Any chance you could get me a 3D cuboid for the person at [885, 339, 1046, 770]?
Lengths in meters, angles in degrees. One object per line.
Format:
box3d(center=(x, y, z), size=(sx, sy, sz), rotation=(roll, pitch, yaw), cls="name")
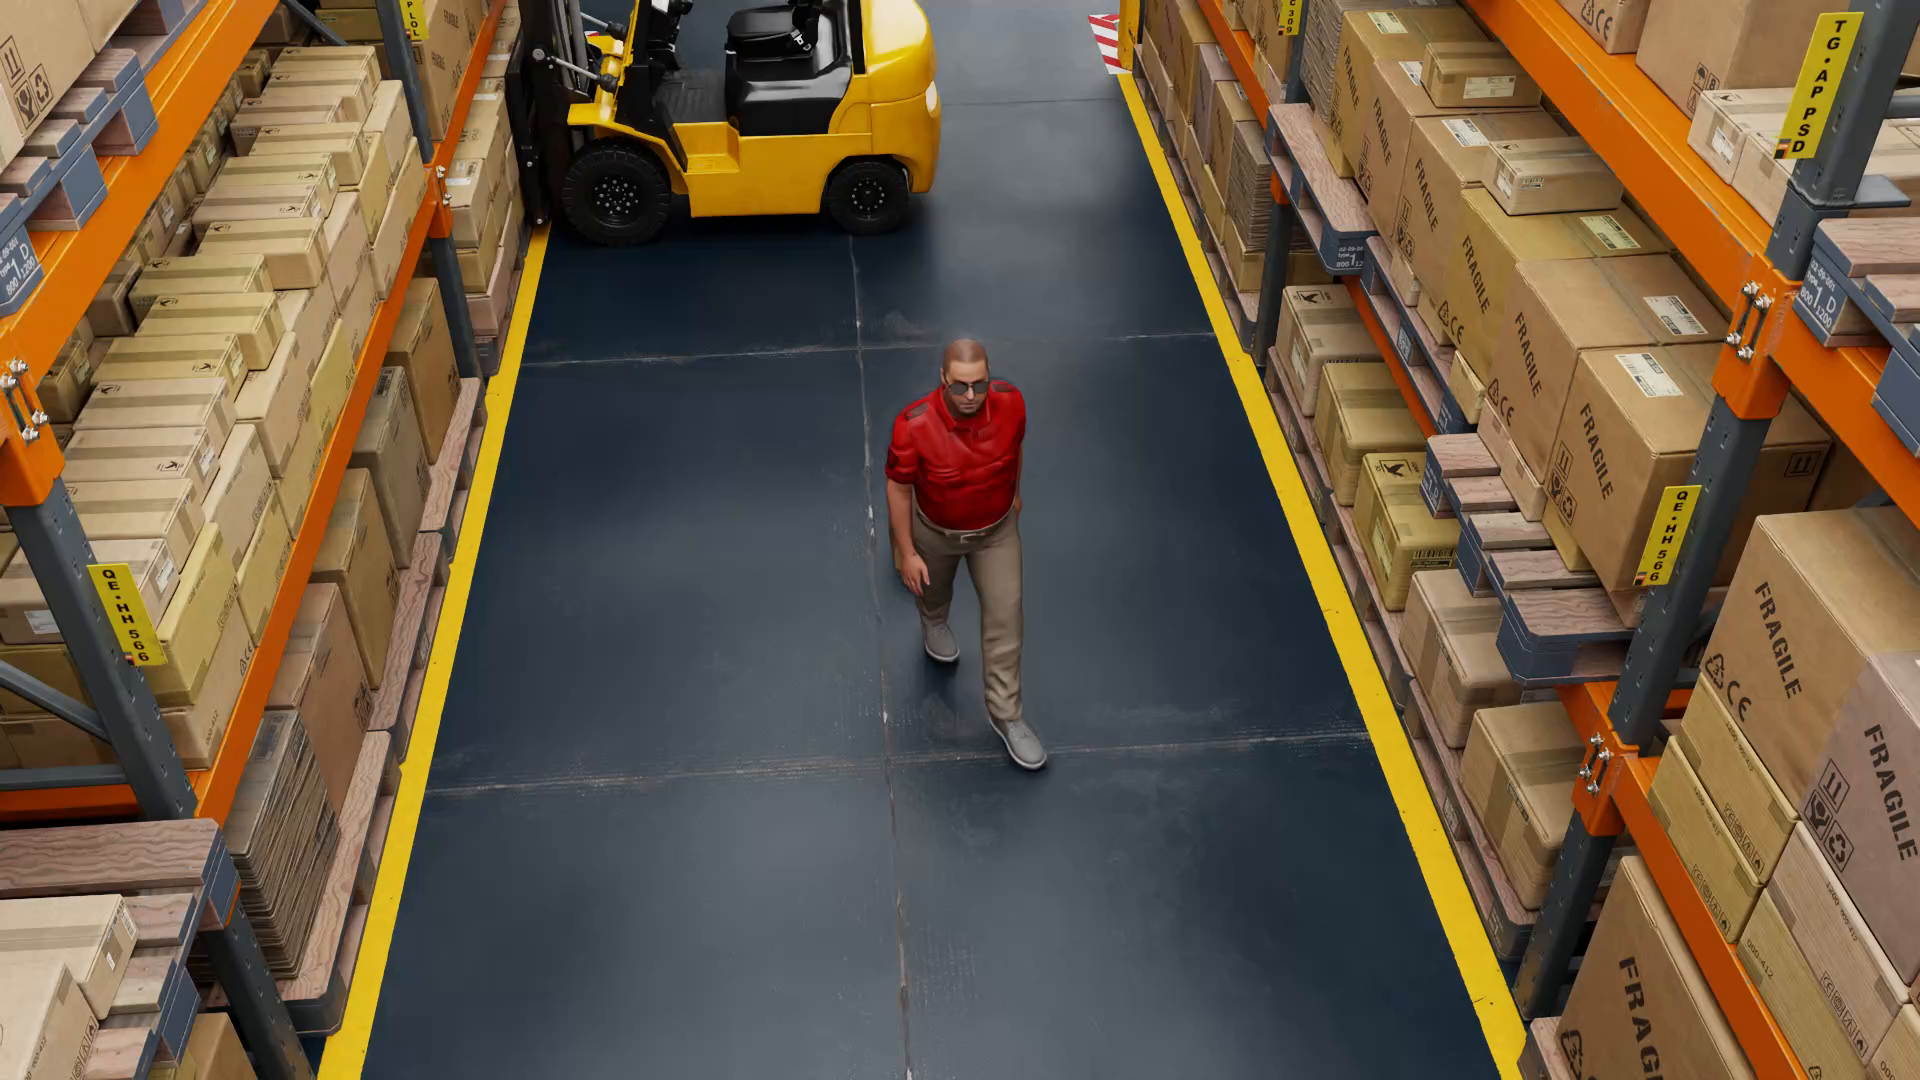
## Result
box3d(center=(0.012, -0.031, 6.195), size=(0.570, 1.663, 0.985), rotation=(-8, 40, -10), cls="person")
